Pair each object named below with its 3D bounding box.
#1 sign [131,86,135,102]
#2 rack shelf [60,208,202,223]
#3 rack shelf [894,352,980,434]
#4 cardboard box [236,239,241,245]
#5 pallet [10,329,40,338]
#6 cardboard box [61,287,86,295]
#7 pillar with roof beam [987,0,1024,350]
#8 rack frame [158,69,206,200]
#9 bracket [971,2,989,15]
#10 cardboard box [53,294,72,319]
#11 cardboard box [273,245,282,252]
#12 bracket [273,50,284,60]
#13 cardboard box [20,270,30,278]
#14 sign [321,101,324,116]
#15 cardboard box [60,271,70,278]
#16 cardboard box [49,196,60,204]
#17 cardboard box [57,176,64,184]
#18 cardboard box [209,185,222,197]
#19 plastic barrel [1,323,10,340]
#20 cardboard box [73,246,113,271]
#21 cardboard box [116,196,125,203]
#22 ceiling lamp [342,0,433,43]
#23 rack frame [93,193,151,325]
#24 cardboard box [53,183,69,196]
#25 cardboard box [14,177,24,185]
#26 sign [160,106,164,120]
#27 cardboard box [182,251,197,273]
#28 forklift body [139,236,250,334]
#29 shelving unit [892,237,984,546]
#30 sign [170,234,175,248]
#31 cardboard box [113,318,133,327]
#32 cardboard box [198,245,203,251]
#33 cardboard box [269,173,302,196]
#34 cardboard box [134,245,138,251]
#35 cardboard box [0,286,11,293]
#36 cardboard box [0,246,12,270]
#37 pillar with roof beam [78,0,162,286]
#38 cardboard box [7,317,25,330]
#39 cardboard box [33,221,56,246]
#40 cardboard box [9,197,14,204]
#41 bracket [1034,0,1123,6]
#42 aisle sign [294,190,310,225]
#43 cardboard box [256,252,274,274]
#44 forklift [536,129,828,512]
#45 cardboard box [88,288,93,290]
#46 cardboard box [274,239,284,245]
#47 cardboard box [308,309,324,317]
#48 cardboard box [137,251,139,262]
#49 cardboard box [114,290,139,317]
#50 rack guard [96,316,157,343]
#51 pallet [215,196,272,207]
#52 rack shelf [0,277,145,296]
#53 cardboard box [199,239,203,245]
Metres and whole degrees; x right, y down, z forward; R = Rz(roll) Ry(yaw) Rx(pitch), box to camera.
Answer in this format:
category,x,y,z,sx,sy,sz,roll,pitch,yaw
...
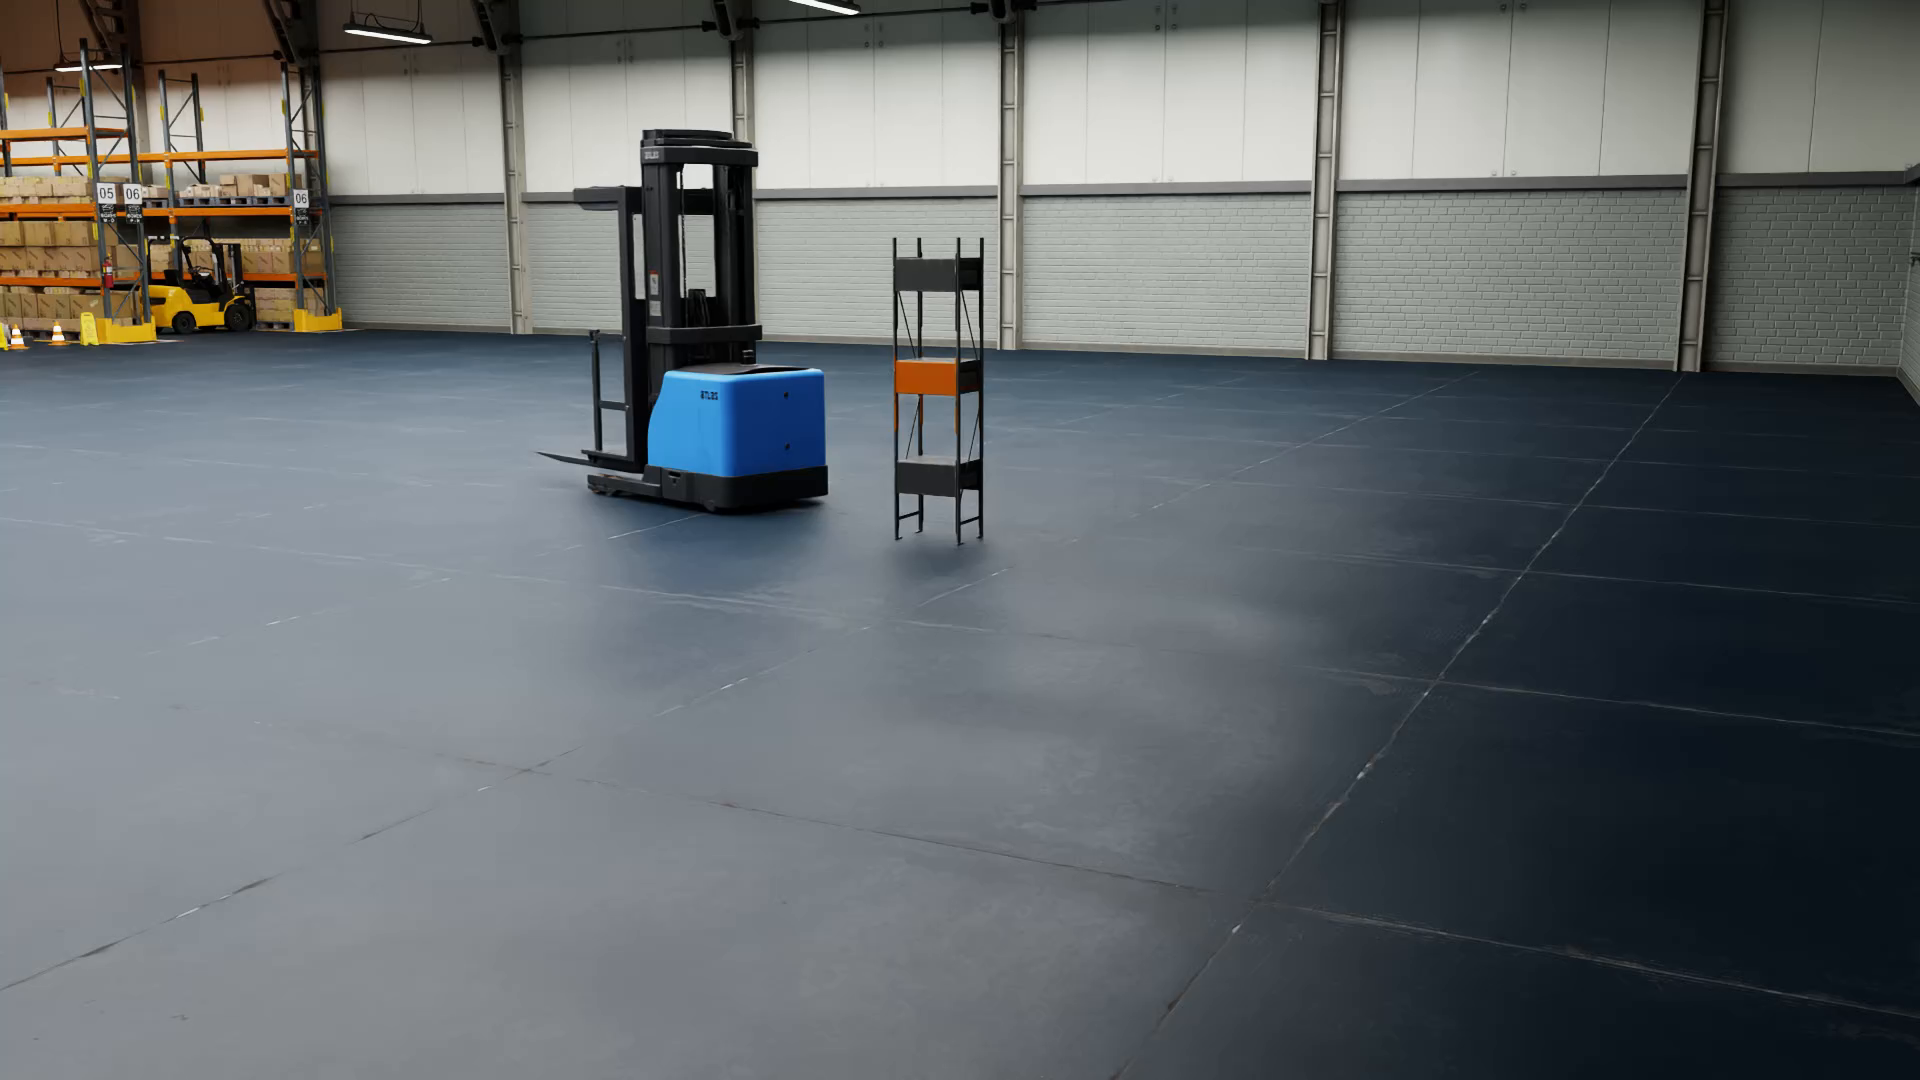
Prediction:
category,x,y,z,sx,sy,sz,roll,pitch,yaw
sign,-16.914,-9.112,33.964,0.005,0.325,0.100,5,11,26
rack shelf,-20.342,-7.963,40.901,4.000,0.370,1.077,5,11,26
rack shelf,-0.148,-1.033,11.618,0.480,0.518,0.431,5,11,26
cardboard box,-16.754,-6.997,39.031,0.250,0.149,0.380,5,11,27
pallet,-20.123,-4.471,35.839,1.213,0.211,1.003,5,11,26
cardboard box,-18.347,-5.156,34.412,0.250,0.149,0.380,5,12,27
pillar with roof beam,-0.949,-7.413,27.420,0.548,9.000,9.100,5,11,26
rack frame,-18.548,-9.635,39.699,0.127,3.000,1.000,5,11,26
bracket,0.426,-9.847,30.766,0.430,0.232,0.235,5,11,26
cardboard box,-18.457,-4.859,34.593,0.500,0.500,0.500,6,12,28
cardboard box,-15.638,-6.734,38.414,0.250,0.149,0.380,5,12,27
bracket,-15.716,-11.266,38.603,0.430,0.232,0.235,5,11,26
cardboard box,-19.457,-5.588,34.888,0.250,0.149,0.380,5,11,26
sign,-14.710,-9.946,38.347,0.005,0.325,0.100,5,11,26
cardboard box,-18.325,-5.488,34.335,0.250,0.149,0.380,5,12,27
cardboard box,-18.501,-6.994,34.234,0.250,0.149,0.380,5,11,25
cardboard box,-18.244,-7.371,34.078,0.250,0.149,0.380,5,11,26
cardboard box,-17.351,-8.183,39.018,0.258,0.266,0.396,5,11,24
plastic barrel,-19.676,-4.228,33.903,0.512,0.421,0.421,-4,11,-23
cardboard box,-17.763,-5.769,34.068,0.500,0.500,0.500,5,11,25
cardboard box,-17.308,-7.005,34.296,0.250,0.149,0.380,5,11,26
ceiling lamp,-10.584,-11.043,31.090,0.800,3.185,2.000,5,11,26
rack frame,-17.154,-5.575,34.110,0.127,3.000,1.000,5,11,26
cardboard box,-18.177,-7.163,34.047,0.500,0.250,0.500,5,11,25
cardboard box,-19.411,-7.464,34.592,0.250,0.149,0.380,5,11,25
sign,-18.777,-10.046,39.125,0.005,0.325,0.100,5,11,26
cardboard box,-18.266,-6.656,39.801,0.500,0.500,0.500,5,11,24
forklift body,-17.469,-5.808,37.783,1.214,2.155,2.313,5,11,26
shelving unit,-0.148,-1.046,11.615,0.503,2.100,0.431,5,11,26
sign,-18.779,-7.126,39.654,0.005,0.325,0.100,5,11,26
cardboard box,-17.755,-4.536,34.913,0.500,0.250,0.500,5,11,25
cardboard box,-17.900,-6.948,39.595,0.250,0.149,0.380,5,11,26
cardboard box,-15.466,-8.145,38.147,0.500,0.500,0.500,5,12,28
cardboard box,-19.890,-7.118,40.536,0.250,0.149,0.380,5,11,24
cardboard box,-20.246,-5.323,35.332,0.250,0.149,0.380,5,11,27
cardboard box,-20.009,-5.970,35.180,0.500,0.500,0.500,5,11,26
pillar with roof beam,-22.472,-9.304,37.869,0.548,9.000,9.100,5,11,26
cardboard box,-19.848,-4.614,35.341,0.500,0.250,0.500,6,12,29
cardboard box,-18.662,-6.333,34.373,0.500,0.500,0.700,5,11,25
cardboard box,-19.647,-7.098,34.811,0.250,0.149,0.380,5,11,24
bracket,3.496,-9.578,29.275,4.783,0.066,0.076,5,11,26
aisle sign,-15.032,-7.595,37.972,0.004,0.787,0.394,5,11,26
cardboard box,-15.980,-6.456,38.699,0.500,0.500,0.500,5,12,28
forklift,-2.464,-1.861,13.782,3.031,2.935,1.130,10,14,44
cardboard box,-22.465,-6.385,42.604,0.250,0.149,0.380,6,12,29
cardboard box,-15.610,-6.892,38.448,0.250,0.149,0.380,5,11,26
cardboard box,-15.315,-5.291,39.086,0.500,0.250,0.500,5,11,26
cardboard box,-20.022,-6.934,40.636,0.500,0.250,0.500,5,12,27
cardboard box,-20.389,-5.882,41.295,0.625,0.625,0.875,5,11,23
rack guard,-17.222,-4.351,34.366,0.348,0.500,1.175,5,11,26
pallet,-16.682,-7.956,39.093,1.213,0.211,1.003,5,11,26
rack shelf,-18.947,-5.378,35.045,4.000,0.370,1.077,5,11,26
cardboard box,-17.886,-7.100,39.602,0.250,0.149,0.380,5,11,25
